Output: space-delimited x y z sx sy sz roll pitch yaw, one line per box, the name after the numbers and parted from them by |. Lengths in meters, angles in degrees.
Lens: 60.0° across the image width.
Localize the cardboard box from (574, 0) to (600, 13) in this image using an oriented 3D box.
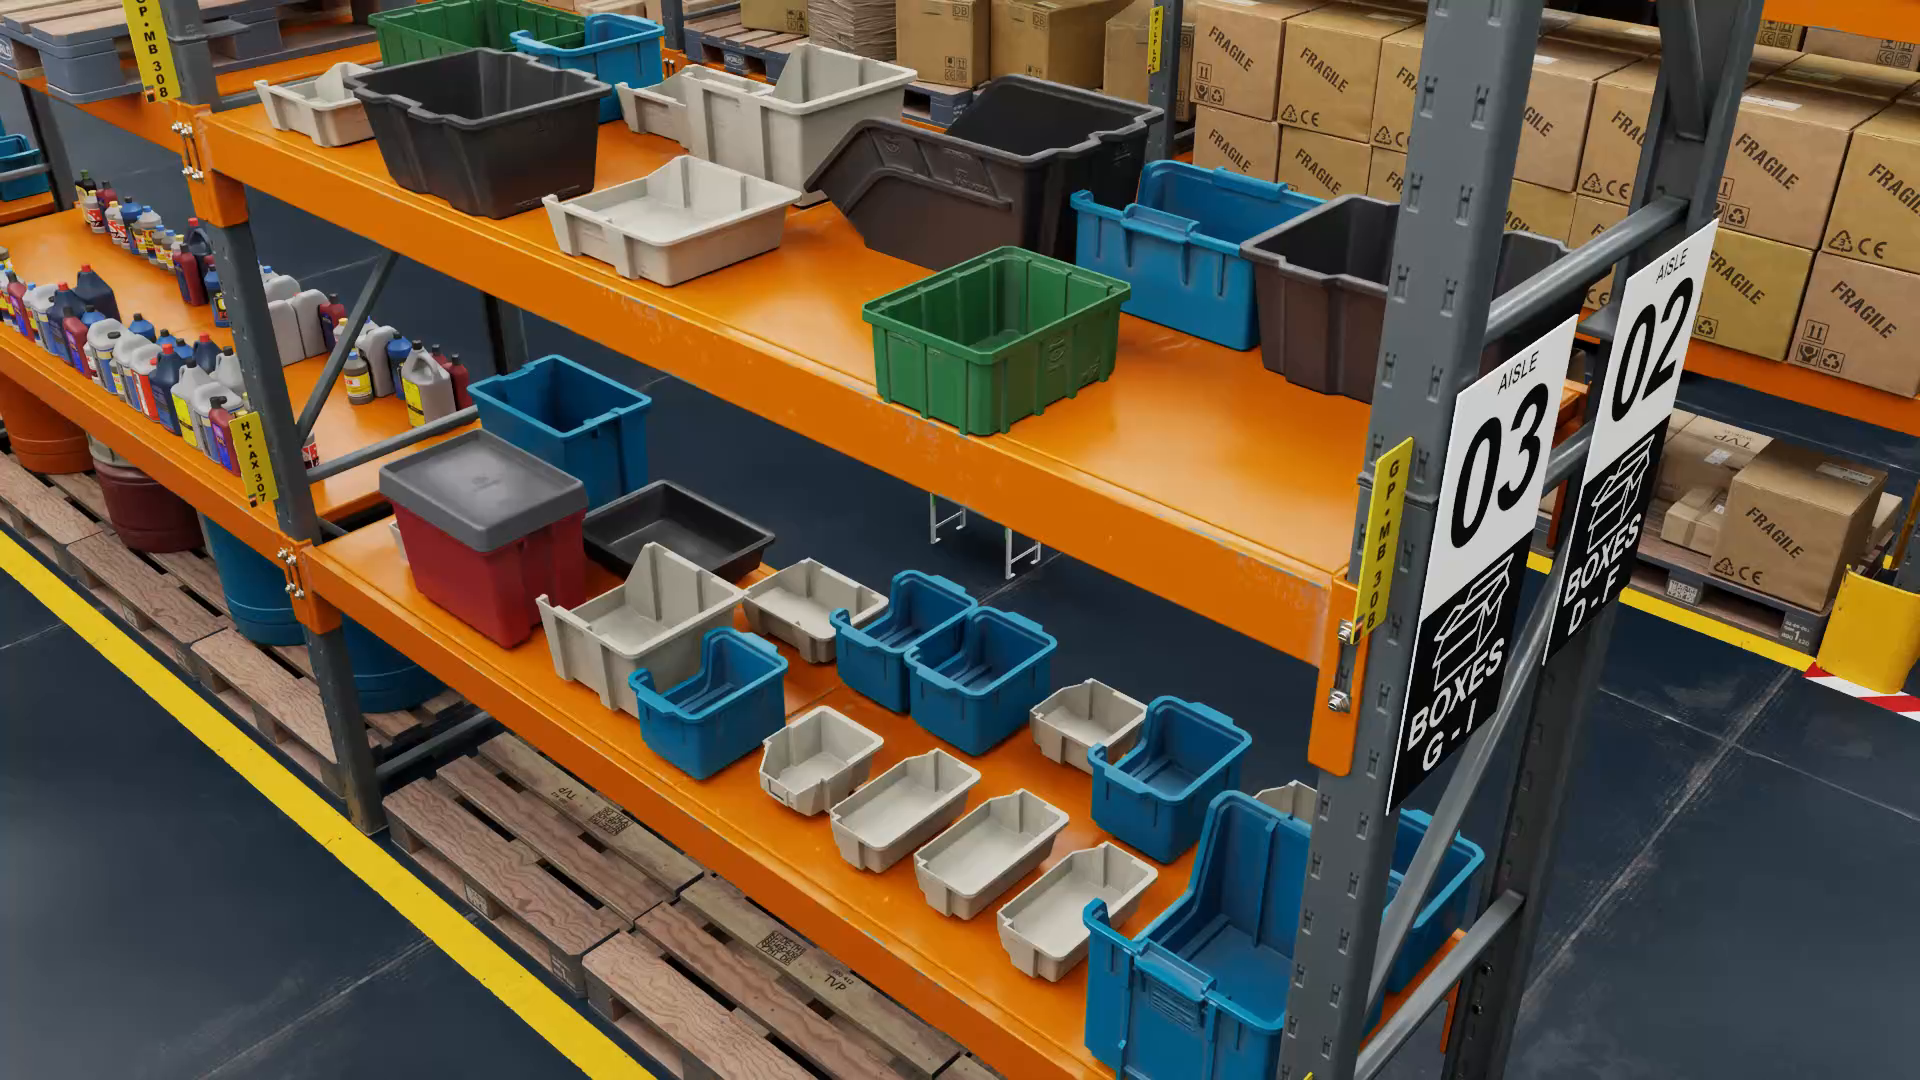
-2.591 -3.945 12.138 0.380 0.149 0.250 -26 40 -36 | cardboard box

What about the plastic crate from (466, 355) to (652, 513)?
-1.394 -0.343 5.869 0.575 0.384 0.392 25 39 35 | plastic crate

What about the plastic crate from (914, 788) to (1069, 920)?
0.066 0.798 4.214 0.243 0.136 0.396 25 39 35 | plastic crate

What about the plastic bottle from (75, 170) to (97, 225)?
-4.348 -1.713 8.300 0.133 0.283 0.061 25 39 35 | plastic bottle

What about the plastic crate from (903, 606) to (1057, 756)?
0.059 0.408 4.768 0.300 0.233 0.416 25 39 35 | plastic crate

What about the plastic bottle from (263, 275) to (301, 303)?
-2.915 -1.009 7.137 0.135 0.276 0.152 25 39 35 | plastic bottle

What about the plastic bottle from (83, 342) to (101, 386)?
-3.499 -0.740 6.764 0.097 0.201 0.097 0 31 0 | plastic bottle

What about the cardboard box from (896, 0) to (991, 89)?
0.007 -3.059 9.918 0.500 0.500 0.700 15 34 23 | cardboard box

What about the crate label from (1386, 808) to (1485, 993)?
1.035 0.864 4.011 0.303 0.233 0.416 25 39 35 | crate label

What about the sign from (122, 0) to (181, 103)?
-2.339 -1.434 4.807 0.005 0.325 0.100 25 39 35 | sign

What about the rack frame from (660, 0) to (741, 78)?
-1.608 -3.632 11.375 0.127 3.000 1.000 25 39 35 | rack frame

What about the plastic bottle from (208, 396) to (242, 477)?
-2.680 -0.381 6.087 0.133 0.283 0.061 25 39 35 | plastic bottle

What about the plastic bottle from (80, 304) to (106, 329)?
-3.557 -0.840 6.861 0.097 0.271 0.097 0 31 0 | plastic bottle

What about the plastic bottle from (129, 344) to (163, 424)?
-3.123 -0.616 6.485 0.135 0.276 0.152 25 39 35 | plastic bottle

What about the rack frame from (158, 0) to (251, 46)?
-1.969 -2.925 4.384 0.127 3.000 1.000 25 39 35 | rack frame

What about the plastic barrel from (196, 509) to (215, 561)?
-3.244 -0.139 7.577 0.421 0.512 0.421 0 31 0 | plastic barrel

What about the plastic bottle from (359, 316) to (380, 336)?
-2.395 -0.783 6.767 0.097 0.271 0.097 0 31 0 | plastic bottle

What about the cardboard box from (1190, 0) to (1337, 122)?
1.519 -2.449 8.343 0.500 0.500 0.500 26 40 36 | cardboard box

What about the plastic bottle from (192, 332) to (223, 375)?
-2.910 -0.646 6.463 0.185 0.351 0.144 25 39 35 | plastic bottle

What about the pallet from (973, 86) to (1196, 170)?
0.839 -2.484 9.654 1.213 0.211 1.003 25 39 35 | pallet

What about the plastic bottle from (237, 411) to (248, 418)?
-2.640 -0.382 6.169 0.097 0.201 0.097 0 31 0 | plastic bottle

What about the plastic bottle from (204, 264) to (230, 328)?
-3.223 -1.069 7.243 0.097 0.271 0.097 0 31 0 | plastic bottle

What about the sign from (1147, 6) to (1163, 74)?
0.988 -2.531 8.423 0.005 0.325 0.100 25 39 35 | sign

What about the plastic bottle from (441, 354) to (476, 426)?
-1.954 -0.595 6.444 0.133 0.283 0.061 25 39 35 | plastic bottle

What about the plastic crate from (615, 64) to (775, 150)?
-0.770 -1.233 4.737 0.466 0.136 0.293 25 39 35 | plastic crate

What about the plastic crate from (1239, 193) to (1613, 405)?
0.899 -0.440 3.290 0.590 0.269 0.497 25 39 35 | plastic crate

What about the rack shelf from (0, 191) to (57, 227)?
-6.417 -2.123 9.567 4.000 0.370 1.077 25 39 35 | rack shelf

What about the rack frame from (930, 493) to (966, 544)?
-0.058 -0.541 7.986 0.015 1.200 0.240 25 39 35 | rack frame

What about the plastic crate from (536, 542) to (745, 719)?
-0.960 0.269 4.952 0.530 0.282 0.437 25 39 35 | plastic crate

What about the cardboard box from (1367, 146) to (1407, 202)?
2.304 -1.660 8.003 0.500 0.500 0.500 25 39 35 | cardboard box

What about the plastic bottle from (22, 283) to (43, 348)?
-3.907 -0.961 7.062 0.097 0.271 0.097 0 31 0 | plastic bottle

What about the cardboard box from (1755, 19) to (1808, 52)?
5.608 -3.823 11.402 0.700 0.700 0.980 24 38 34 | cardboard box

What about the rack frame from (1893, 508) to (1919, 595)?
4.324 -0.864 6.776 0.127 3.000 1.000 25 39 35 | rack frame

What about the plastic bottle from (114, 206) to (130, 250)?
-4.032 -1.517 8.054 0.097 0.201 0.097 0 31 0 | plastic bottle

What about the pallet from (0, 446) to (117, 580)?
-4.322 -0.288 8.524 1.213 0.211 1.003 25 39 35 | pallet

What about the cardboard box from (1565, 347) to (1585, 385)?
2.754 -0.719 8.529 0.637 0.503 0.797 25 39 35 | cardboard box

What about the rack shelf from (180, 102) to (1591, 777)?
-0.486 -0.640 4.194 4.000 0.370 1.077 25 39 35 | rack shelf

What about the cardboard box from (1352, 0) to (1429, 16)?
2.288 -2.467 8.373 0.500 0.500 0.500 24 39 34 | cardboard box

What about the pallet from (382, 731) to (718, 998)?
-1.397 1.079 6.253 1.213 0.211 1.003 25 39 35 | pallet

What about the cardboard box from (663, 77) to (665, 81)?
-2.194 -3.347 12.616 0.500 0.311 0.500 24 38 34 | cardboard box

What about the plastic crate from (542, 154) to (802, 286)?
-0.701 -0.763 3.957 0.530 0.136 0.437 25 39 35 | plastic crate

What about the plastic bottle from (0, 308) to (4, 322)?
-4.248 -1.112 7.303 0.133 0.283 0.061 25 39 35 | plastic bottle

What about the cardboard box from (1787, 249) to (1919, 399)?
3.809 -0.957 6.835 0.500 0.500 0.500 26 40 36 | cardboard box

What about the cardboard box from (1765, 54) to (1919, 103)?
3.779 -1.767 7.211 0.500 0.500 0.500 25 39 36 | cardboard box

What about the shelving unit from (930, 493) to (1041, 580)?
0.123 -0.457 7.845 0.503 1.200 0.258 25 39 35 | shelving unit

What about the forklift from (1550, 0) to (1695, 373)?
3.594 -2.884 10.199 3.031 2.935 1.130 26 40 36 | forklift

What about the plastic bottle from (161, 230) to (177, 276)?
-3.671 -1.349 7.774 0.097 0.201 0.097 0 31 0 | plastic bottle

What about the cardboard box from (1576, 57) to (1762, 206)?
3.047 -1.736 7.159 0.500 0.500 0.500 26 40 36 | cardboard box
